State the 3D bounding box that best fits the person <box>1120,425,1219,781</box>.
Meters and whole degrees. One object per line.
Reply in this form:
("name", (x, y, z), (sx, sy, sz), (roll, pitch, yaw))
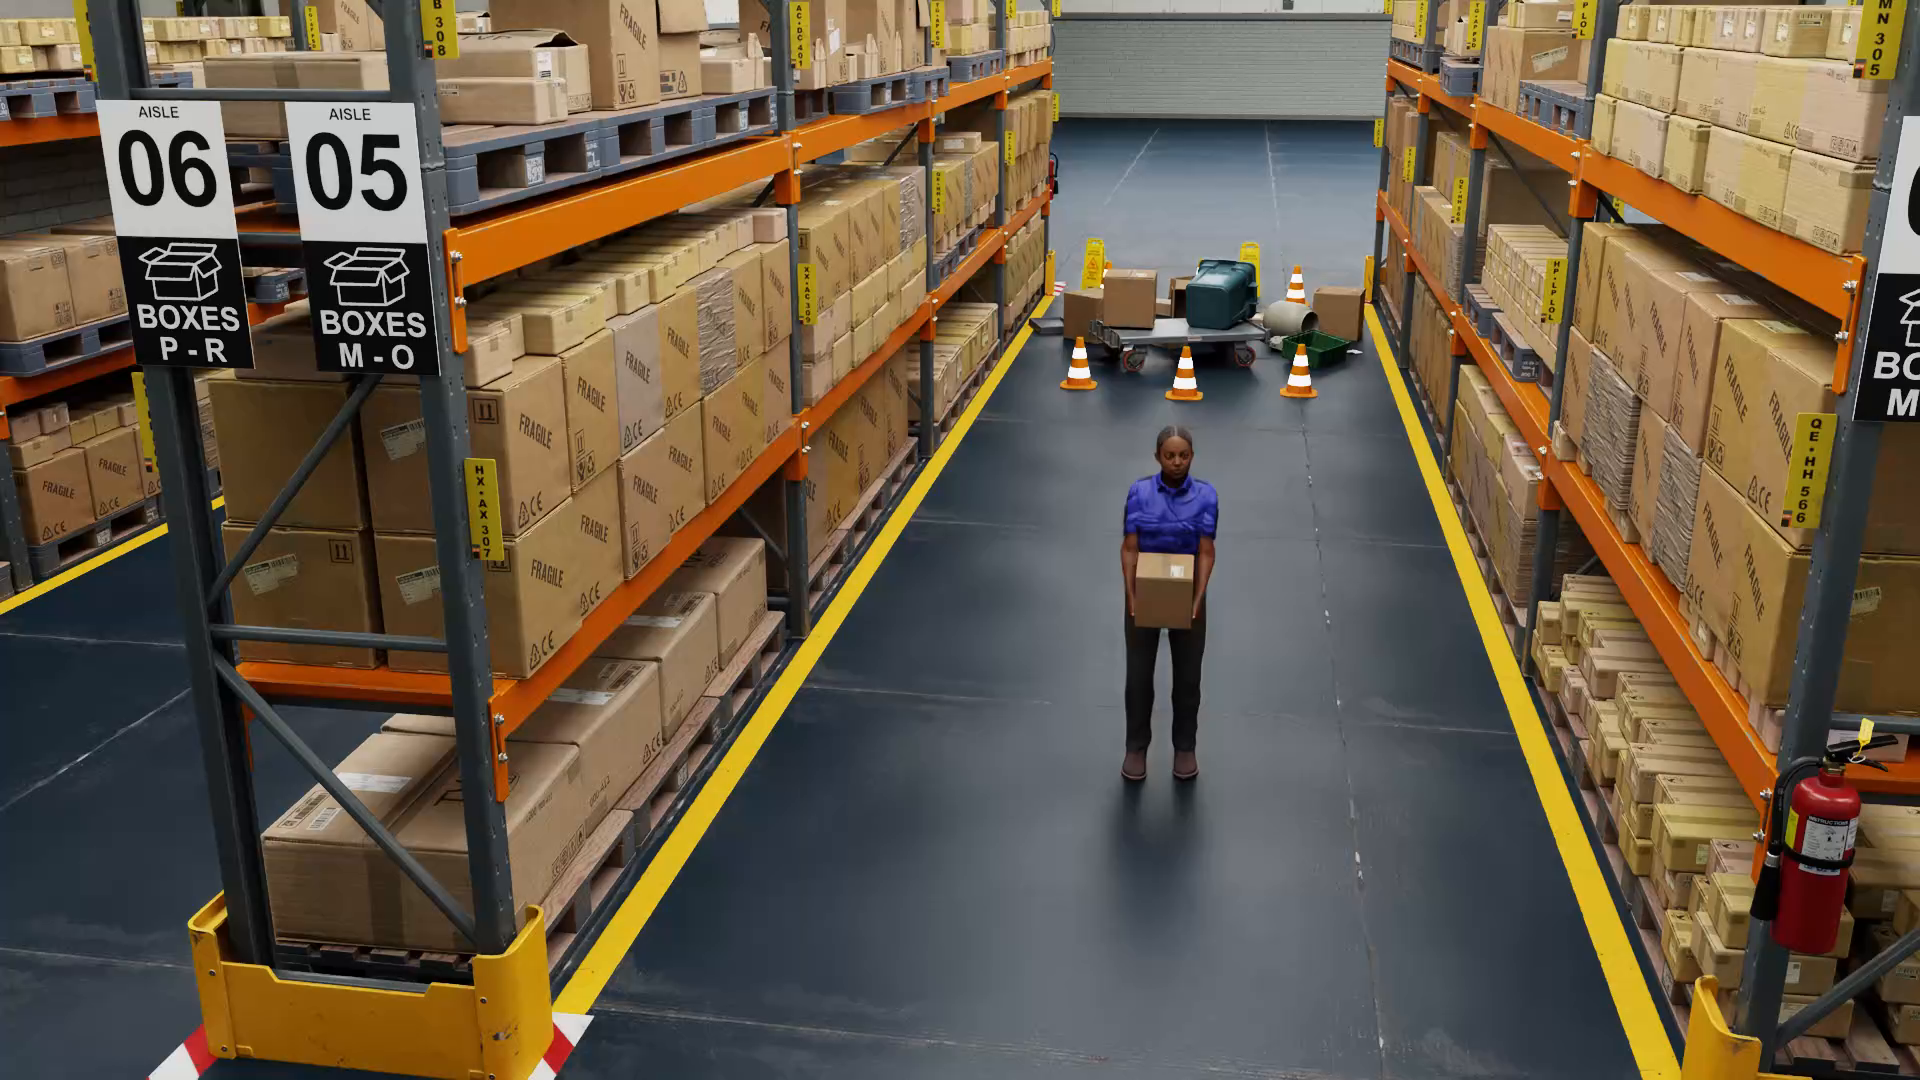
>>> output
("person", (0.944, 0.311, 7.621), (0.435, 1.657, 0.504), (3, 18, 8))
